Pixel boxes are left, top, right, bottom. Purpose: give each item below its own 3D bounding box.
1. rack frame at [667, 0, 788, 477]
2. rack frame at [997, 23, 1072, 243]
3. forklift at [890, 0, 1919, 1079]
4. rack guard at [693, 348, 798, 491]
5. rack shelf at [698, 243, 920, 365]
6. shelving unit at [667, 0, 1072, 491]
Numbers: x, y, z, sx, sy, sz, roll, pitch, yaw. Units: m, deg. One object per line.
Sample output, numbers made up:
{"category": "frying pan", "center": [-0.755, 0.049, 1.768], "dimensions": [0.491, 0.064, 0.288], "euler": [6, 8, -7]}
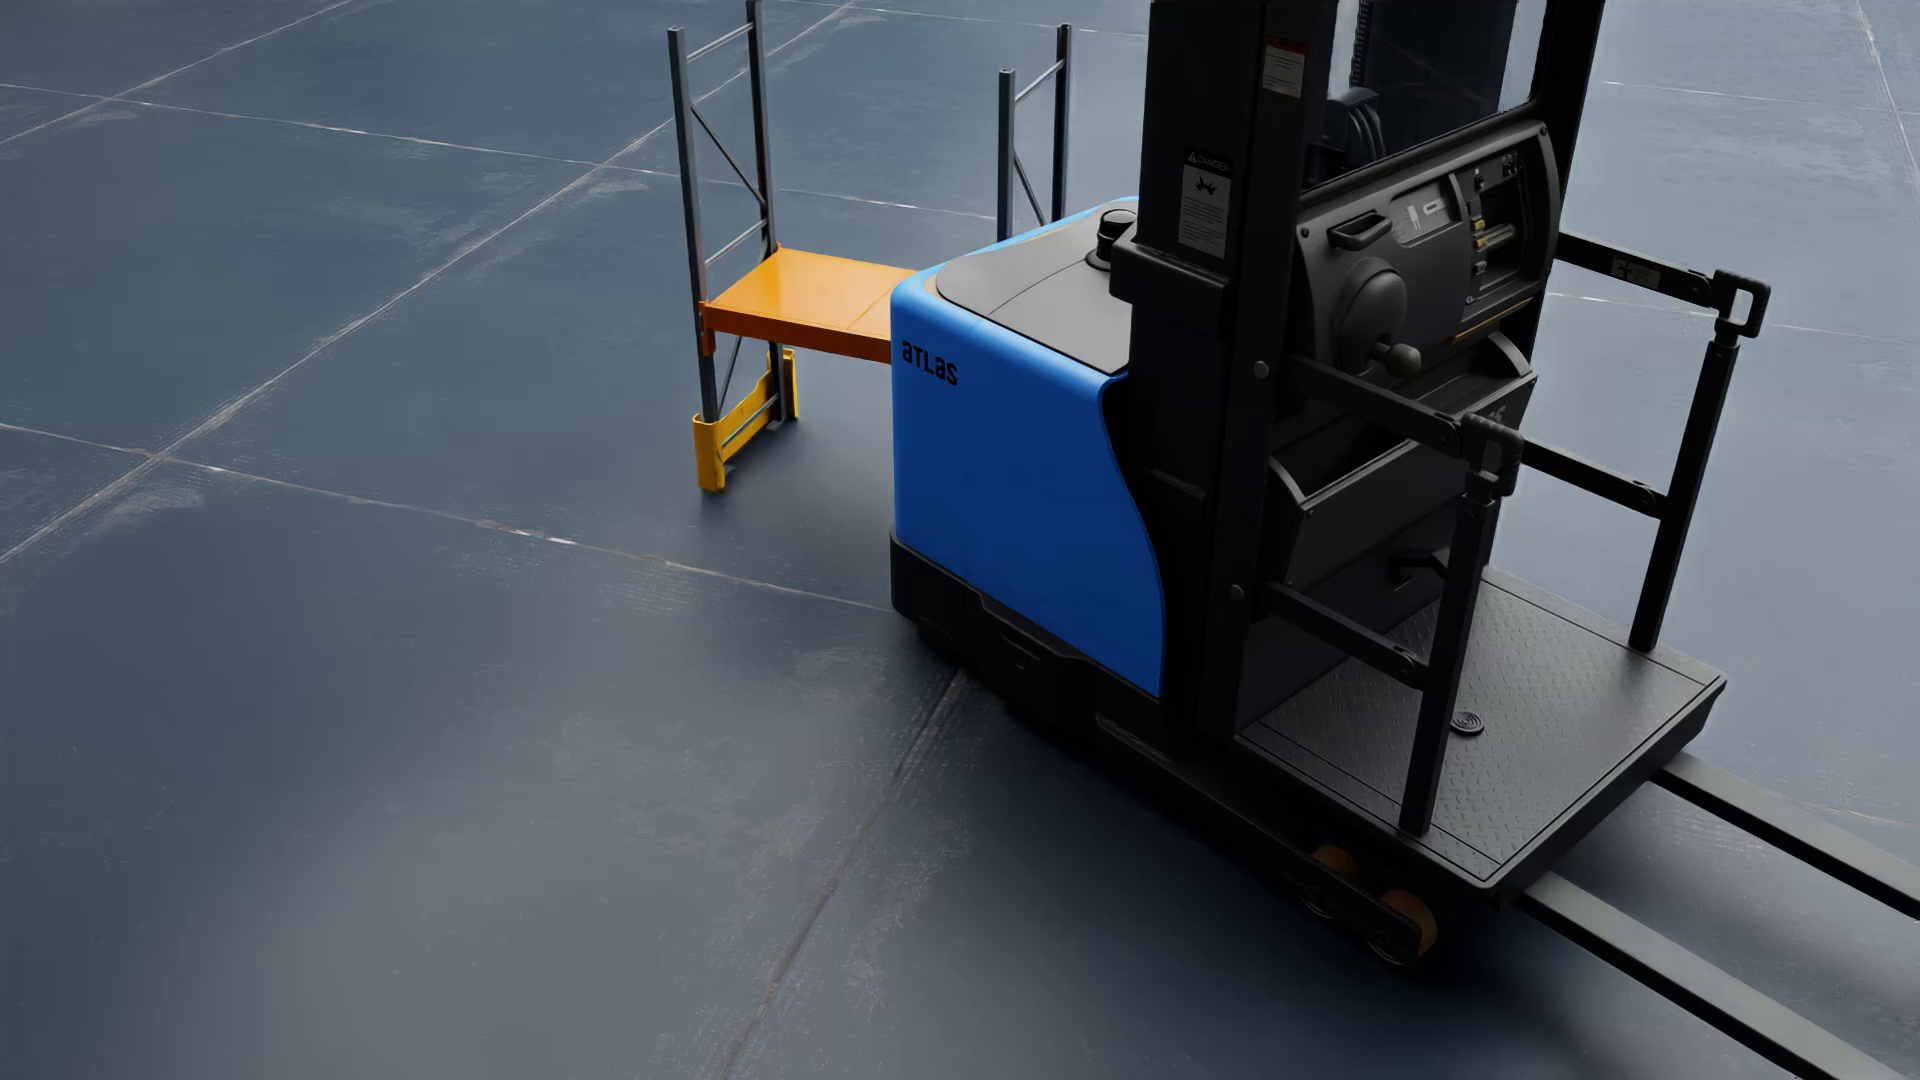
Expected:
{"category": "rack frame", "center": [-0.724, -0.945, 5.330], "dimensions": [0.032, 1.500, 0.500], "euler": [13, 35, 19]}
{"category": "rack frame", "center": [0.213, -0.731, 5.000], "dimensions": [0.032, 1.500, 0.500], "euler": [13, 35, 19]}
{"category": "forklift", "center": [1.168, -0.589, 3.459], "dimensions": [1.130, 2.935, 3.031], "euler": [-27, 41, -35]}
{"category": "rack guard", "center": [-0.723, -0.419, 5.669], "dimensions": [0.087, 0.250, 0.587], "euler": [13, 35, 19]}
{"category": "rack shelf", "center": [-0.256, -0.687, 5.263], "dimensions": [1.000, 0.185, 0.538], "euler": [13, 35, 19]}
{"category": "shelving unit", "center": [-0.264, -0.840, 5.168], "dimensions": [1.083, 1.500, 0.587], "euler": [13, 35, 19]}
